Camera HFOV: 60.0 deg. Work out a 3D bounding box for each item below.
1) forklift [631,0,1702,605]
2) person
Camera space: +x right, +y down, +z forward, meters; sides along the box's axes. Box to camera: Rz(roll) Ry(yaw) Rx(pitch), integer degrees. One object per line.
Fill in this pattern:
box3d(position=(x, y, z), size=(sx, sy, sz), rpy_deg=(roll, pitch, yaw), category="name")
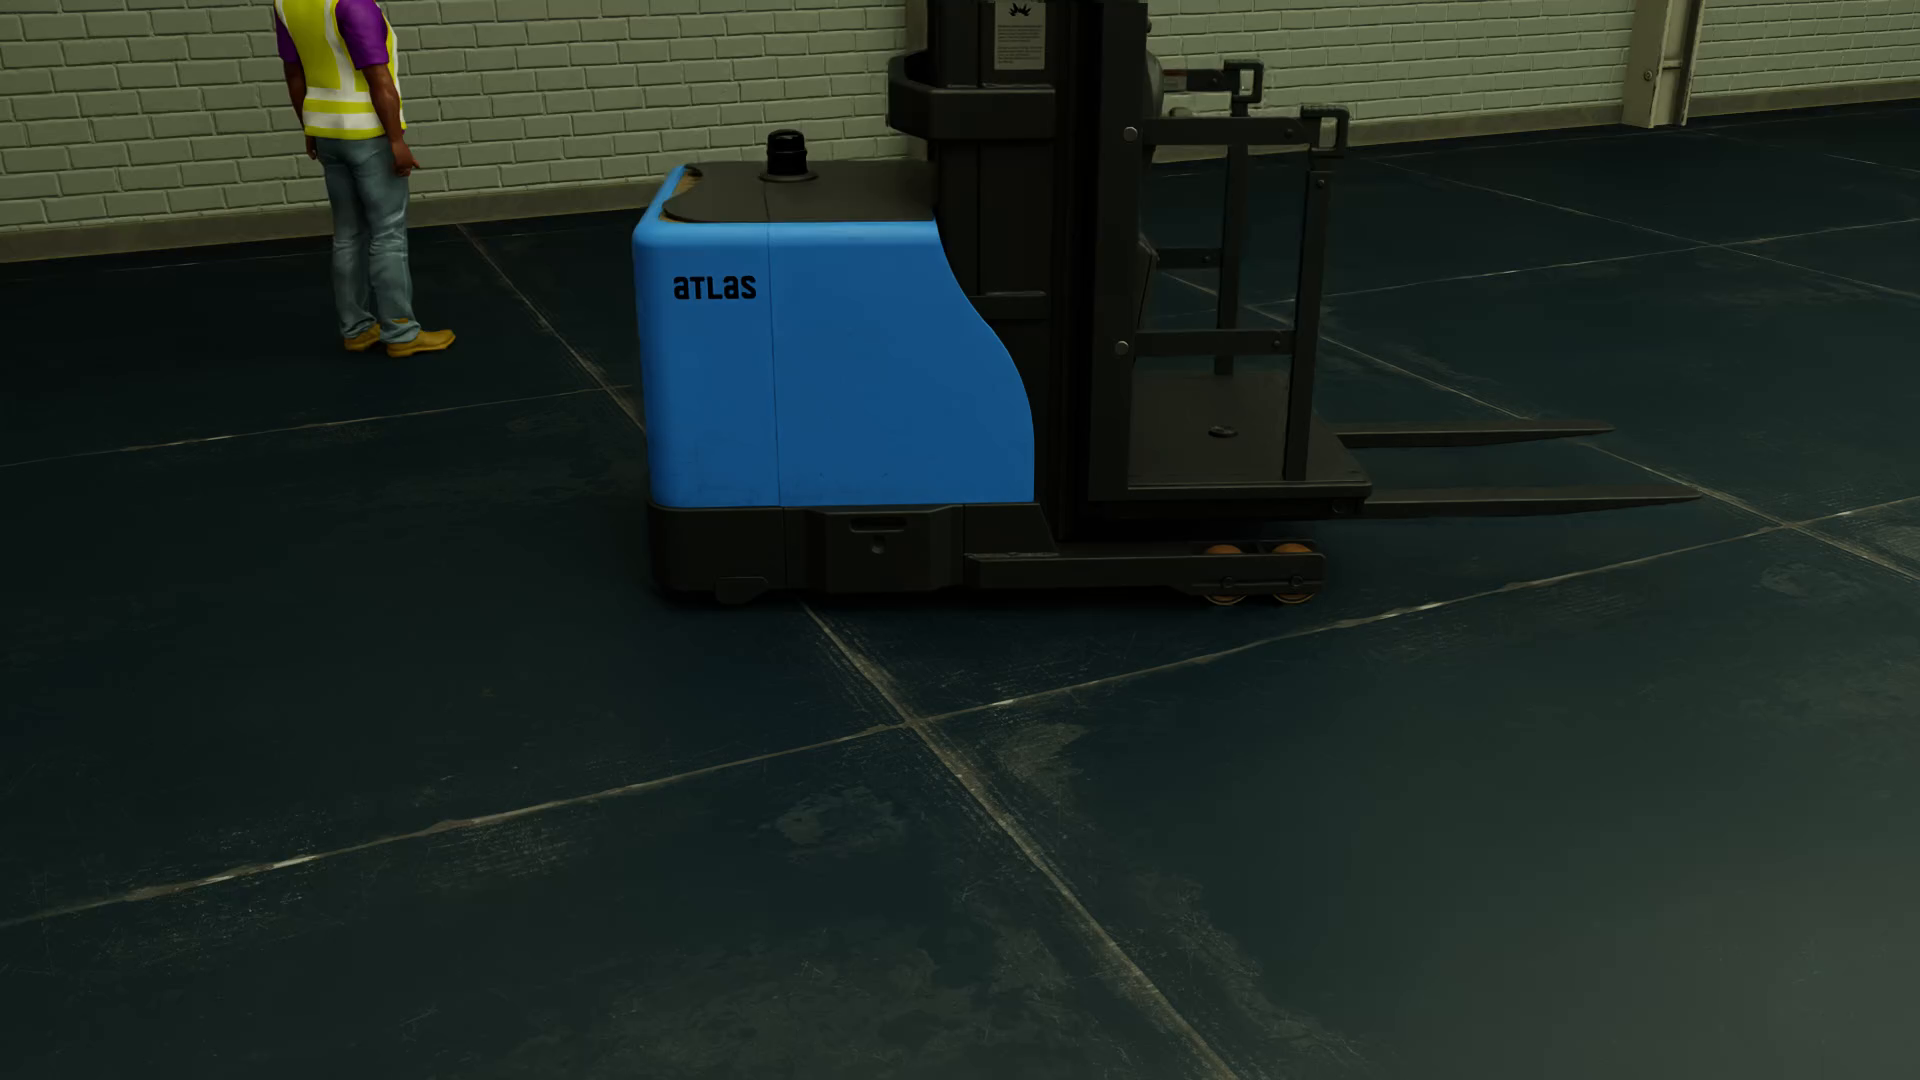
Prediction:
box3d(position=(0.629, -1.373, 4.592), size=(3.031, 2.935, 1.130), rpy_deg=(-1, 23, -3), category="forklift")
box3d(position=(-2.431, -1.639, 6.748), size=(0.581, 1.771, 0.373), rpy_deg=(13, 26, 29), category="person")
